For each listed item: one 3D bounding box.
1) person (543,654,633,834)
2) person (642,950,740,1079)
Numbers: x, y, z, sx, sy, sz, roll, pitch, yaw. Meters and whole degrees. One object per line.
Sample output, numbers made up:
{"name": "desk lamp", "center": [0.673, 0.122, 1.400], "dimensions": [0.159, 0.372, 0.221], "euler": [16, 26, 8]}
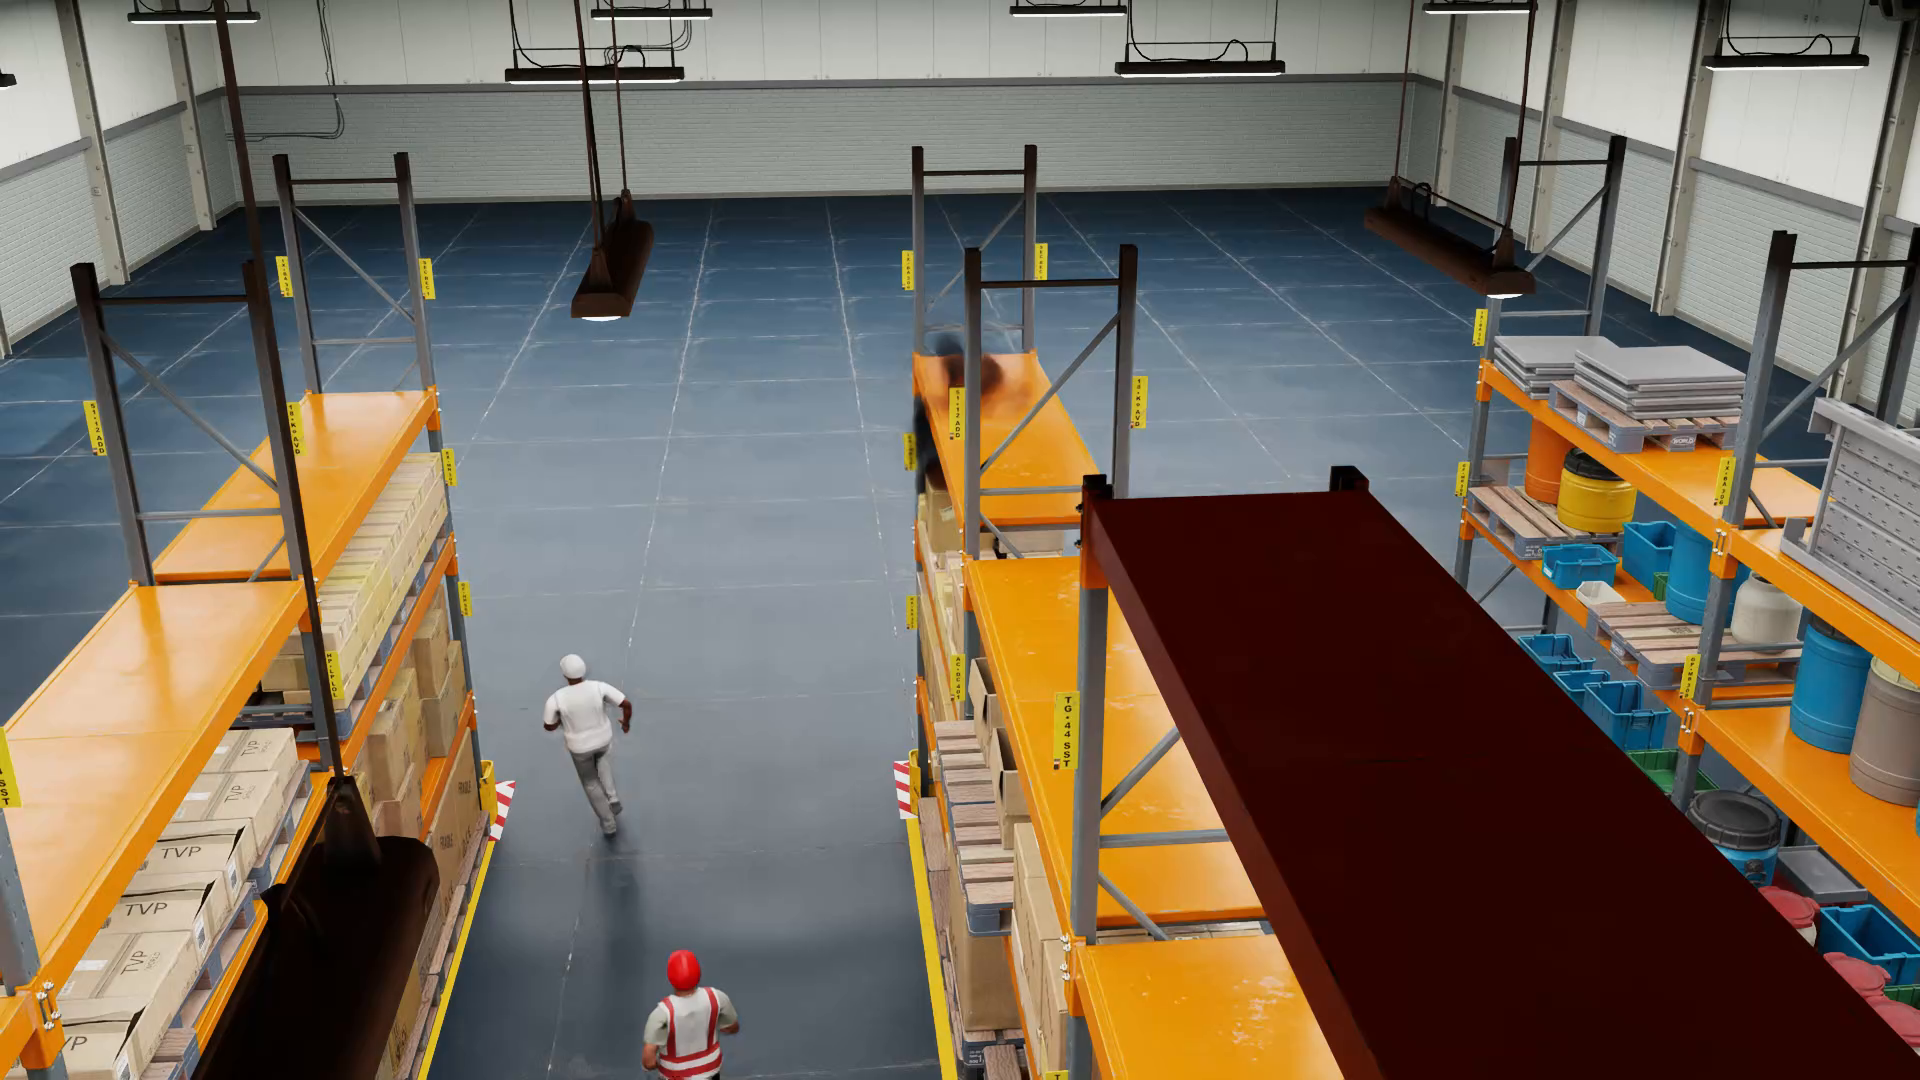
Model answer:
{"name": "person", "center": [-3.322, 1.777, 14.807], "dimensions": [0.718, 1.721, 0.616], "euler": [-13, 25, -30]}
{"name": "person", "center": [-1.714, 3.384, 10.592], "dimensions": [0.654, 1.783, 0.988], "euler": [-7, 23, -18]}
